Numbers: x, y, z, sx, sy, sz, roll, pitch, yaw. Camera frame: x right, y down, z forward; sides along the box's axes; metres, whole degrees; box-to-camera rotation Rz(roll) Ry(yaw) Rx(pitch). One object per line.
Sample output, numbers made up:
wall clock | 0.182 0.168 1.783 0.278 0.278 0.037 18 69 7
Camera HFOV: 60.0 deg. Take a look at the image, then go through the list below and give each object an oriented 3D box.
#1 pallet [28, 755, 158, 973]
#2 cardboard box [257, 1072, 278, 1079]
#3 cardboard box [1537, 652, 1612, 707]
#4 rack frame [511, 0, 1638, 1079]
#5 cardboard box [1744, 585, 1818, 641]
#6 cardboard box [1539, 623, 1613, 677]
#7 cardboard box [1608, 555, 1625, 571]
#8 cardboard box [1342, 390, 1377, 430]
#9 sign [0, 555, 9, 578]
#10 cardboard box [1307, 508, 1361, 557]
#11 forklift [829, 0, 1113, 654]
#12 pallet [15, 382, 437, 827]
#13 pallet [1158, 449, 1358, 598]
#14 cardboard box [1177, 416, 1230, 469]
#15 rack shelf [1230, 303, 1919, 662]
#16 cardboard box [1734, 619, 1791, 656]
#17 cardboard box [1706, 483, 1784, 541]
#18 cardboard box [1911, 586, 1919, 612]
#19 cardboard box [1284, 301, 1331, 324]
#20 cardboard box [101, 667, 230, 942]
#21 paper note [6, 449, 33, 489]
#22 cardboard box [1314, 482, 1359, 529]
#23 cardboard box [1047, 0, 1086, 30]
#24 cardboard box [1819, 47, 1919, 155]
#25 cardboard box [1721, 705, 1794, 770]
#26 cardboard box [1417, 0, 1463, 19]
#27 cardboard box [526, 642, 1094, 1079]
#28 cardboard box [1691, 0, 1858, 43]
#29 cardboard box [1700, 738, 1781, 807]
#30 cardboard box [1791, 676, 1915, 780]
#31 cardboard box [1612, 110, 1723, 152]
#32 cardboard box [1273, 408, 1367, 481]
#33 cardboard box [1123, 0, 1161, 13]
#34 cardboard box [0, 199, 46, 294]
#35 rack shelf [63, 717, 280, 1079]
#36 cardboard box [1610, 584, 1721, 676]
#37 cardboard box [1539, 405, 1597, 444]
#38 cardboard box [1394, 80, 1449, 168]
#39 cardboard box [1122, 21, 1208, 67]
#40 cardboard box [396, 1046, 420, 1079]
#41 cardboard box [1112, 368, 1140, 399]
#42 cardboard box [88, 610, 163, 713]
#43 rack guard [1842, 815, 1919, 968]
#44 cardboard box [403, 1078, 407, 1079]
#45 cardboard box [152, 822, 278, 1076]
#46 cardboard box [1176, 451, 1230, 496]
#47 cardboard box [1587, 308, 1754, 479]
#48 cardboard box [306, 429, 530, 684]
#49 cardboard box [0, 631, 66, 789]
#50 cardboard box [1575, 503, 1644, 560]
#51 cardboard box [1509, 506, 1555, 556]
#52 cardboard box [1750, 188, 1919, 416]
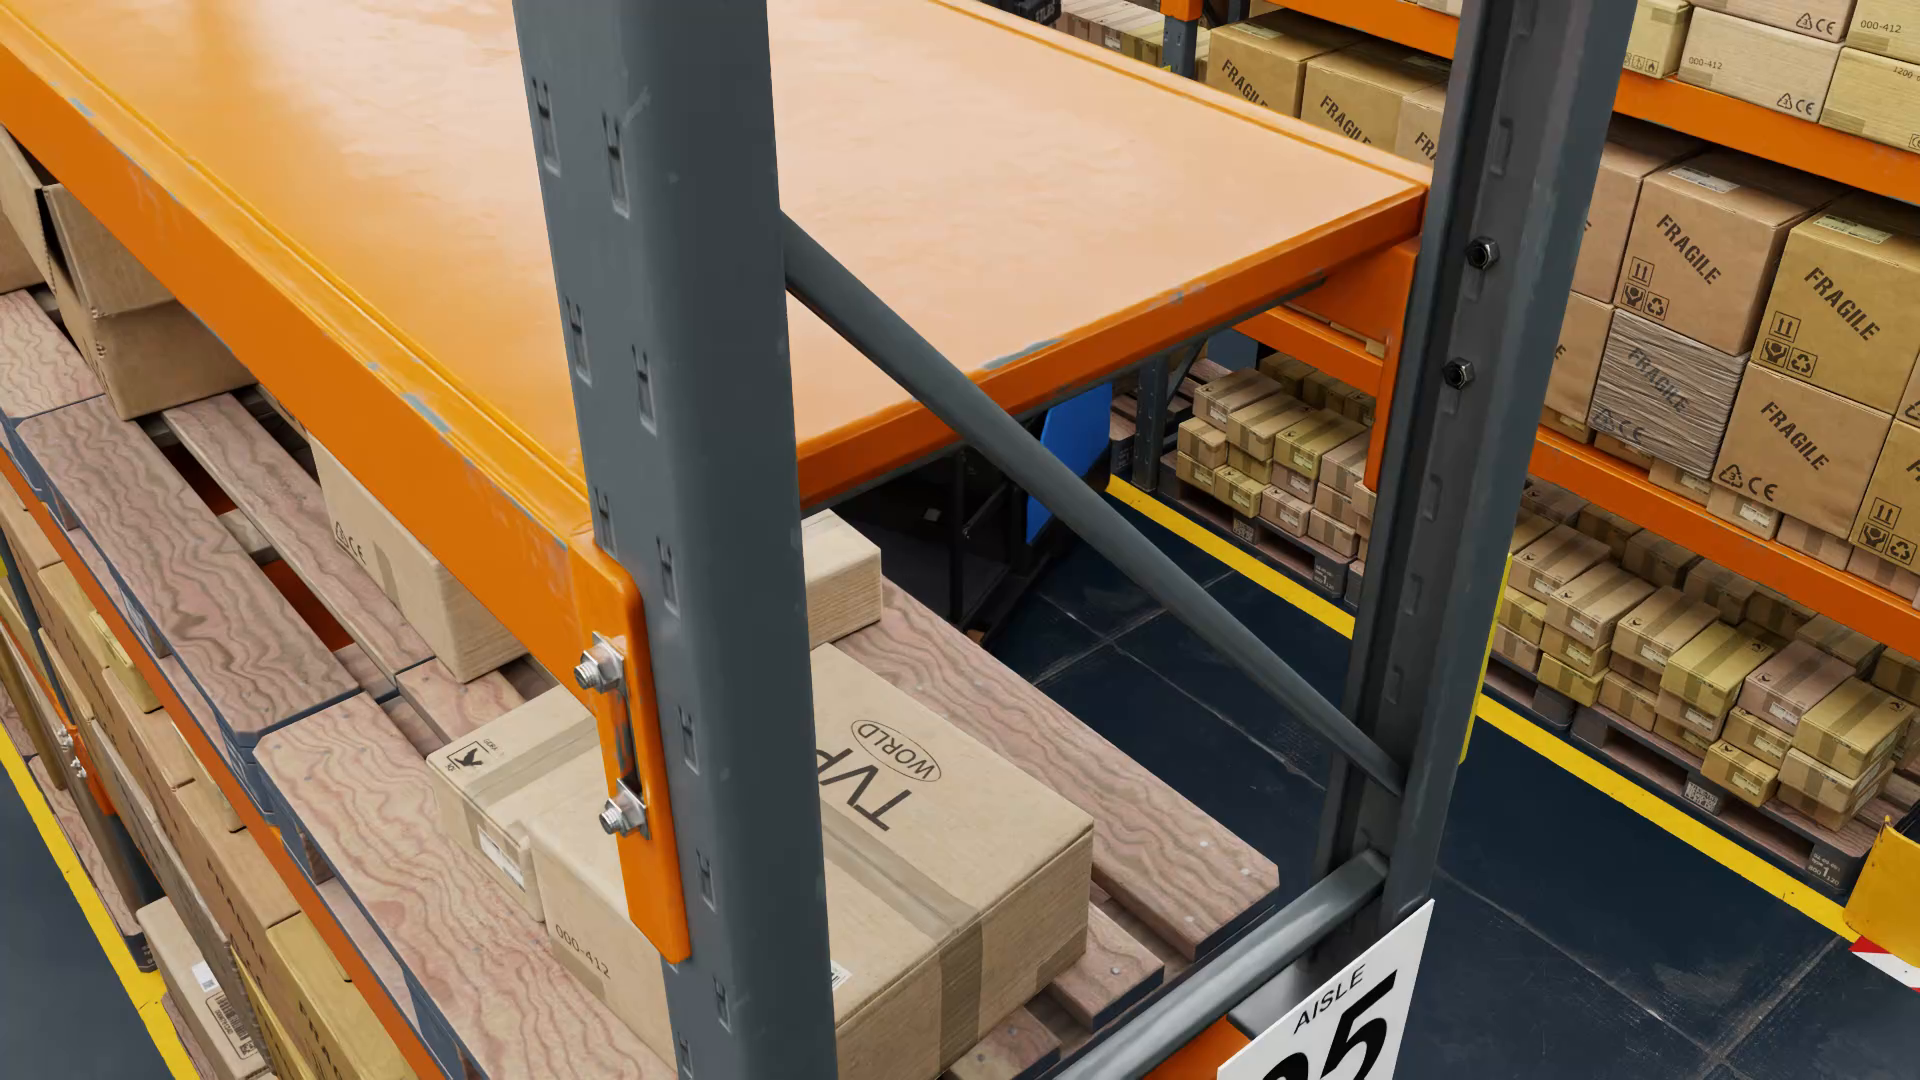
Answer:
pallet | -2.961 1.043 6.595 1.003 0.211 1.213 -26 43 -32
cardboard box | -1.504 1.804 4.961 0.875 0.438 0.875 -27 44 -33
cardboard box | 2.663 0.512 7.035 0.380 0.149 0.250 -28 44 -34
rack frame | 0.176 -0.465 1.120 1.000 3.000 0.127 -26 43 -32
cardboard box | 3.479 0.248 6.893 0.380 0.149 0.250 -26 43 -32
cardboard box | 2.652 0.384 6.958 0.380 0.149 0.250 -25 42 -31
cardboard box | 2.858 0.079 7.389 0.380 0.149 0.250 -24 42 -30
cardboard box | 2.100 -0.659 8.174 0.380 0.149 0.250 -26 43 -32
sign | -2.814 -0.016 4.744 0.100 0.325 0.005 -26 43 -32
cardboard box | 1.874 -0.100 7.899 0.380 0.149 0.250 -27 43 -33
forklift | -0.340 -0.823 6.876 1.130 2.935 3.031 16 38 21
pallet | -1.103 -0.067 3.231 1.003 0.211 1.213 -26 43 -32
pallet | 1.771 -0.252 8.424 1.003 0.211 1.213 -26 43 -32
cardboard box | 1.300 -0.523 8.240 0.380 0.149 0.250 -24 42 -30
rack shelf | 2.601 -0.497 6.979 1.077 0.370 4.000 -26 43 -32
cardboard box | 3.391 0.419 6.909 0.380 0.149 0.250 -25 43 -31
cardboard box | 2.978 -0.176 6.121 0.380 0.149 0.250 -25 42 -31
cardboard box | 3.466 0.156 5.651 0.380 0.149 0.250 -26 43 -32
cardboard box | 1.679 -1.139 7.481 0.380 0.149 0.250 -28 44 -34
cardboard box | -1.640 0.525 3.962 0.500 0.500 0.500 -25 42 -31
paper note | -1.625 -0.124 2.868 0.006 0.032 0.123 -26 43 -32
cardboard box | 1.889 -0.231 7.827 0.380 0.149 0.250 -28 44 -34
cardboard box | 0.572 -2.901 9.090 0.380 0.149 0.250 -24 42 -30
cardboard box | 3.061 -1.395 5.159 0.500 0.250 0.500 -26 43 -32
cardboard box | 3.206 0.701 6.511 0.380 0.149 0.250 -27 43 -33
cardboard box | 2.059 -2.079 6.124 0.500 0.250 0.500 -24 42 -30
cardboard box | -0.183 0.443 2.113 0.500 0.250 0.500 30 45 35
cardboard box | 2.741 -1.835 5.348 0.500 0.250 0.500 -25 42 -31
cardboard box | 3.150 0.854 6.552 0.380 0.149 0.250 -25 42 -30
cardboard box | 3.357 0.703 6.251 0.380 0.149 0.250 -25 43 -31
cardboard box | 2.824 -1.457 6.503 0.500 0.500 0.500 -28 44 -33
cardboard box | 1.708 -0.458 7.890 0.380 0.149 0.250 -27 43 -32
cardboard box | 1.768 -4.933 14.402 0.700 0.500 0.500 -30 45 -35
cardboard box | -2.186 -0.922 3.824 0.500 0.500 0.500 -25 42 -31
rack shelf | -1.115 1.394 4.309 1.077 0.370 4.000 -26 43 -32
cardboard box | 2.855 0.365 6.727 0.380 0.149 0.250 -28 44 -33
cardboard box | 2.518 -0.556 6.657 0.380 0.149 0.250 -25 42 -31
cardboard box | 2.063 -1.496 6.559 0.500 0.500 0.500 -25 42 -31
cardboard box | 1.060 -2.566 8.617 0.380 0.149 0.250 -26 43 -31
cardboard box | -0.753 0.874 2.908 0.380 0.149 0.250 -25 42 -31
cardboard box | 0.640 -1.058 8.947 0.500 0.500 0.500 -27 43 -33
cardboard box | -1.762 0.205 3.852 0.380 0.149 0.250 -27 44 -33
rack guard | 3.843 1.079 6.294 1.175 0.500 0.348 -26 43 -32
cardboard box | -0.677 1.191 3.022 0.500 0.500 0.500 -26 43 -32
cardboard box | -1.665 0.927 4.259 0.500 0.500 0.500 -26 43 -32
cardboard box | 1.300 -0.401 8.324 0.380 0.149 0.250 -28 44 -34
cardboard box | 2.742 -0.622 6.189 0.500 0.500 0.500 -26 43 -32
cardboard box | -0.752 -0.096 2.822 0.500 0.311 0.500 -25 42 -31
cardboard box | -3.456 0.273 6.744 0.875 0.875 0.875 -25 42 -31
cardboard box | 2.949 -0.090 7.370 0.380 0.149 0.250 -25 42 -31
cardboard box | 2.364 0.005 7.237 0.380 0.149 0.250 -26 43 -32
cardboard box | 3.080 -0.811 5.590 0.500 0.500 0.500 -28 44 -33
